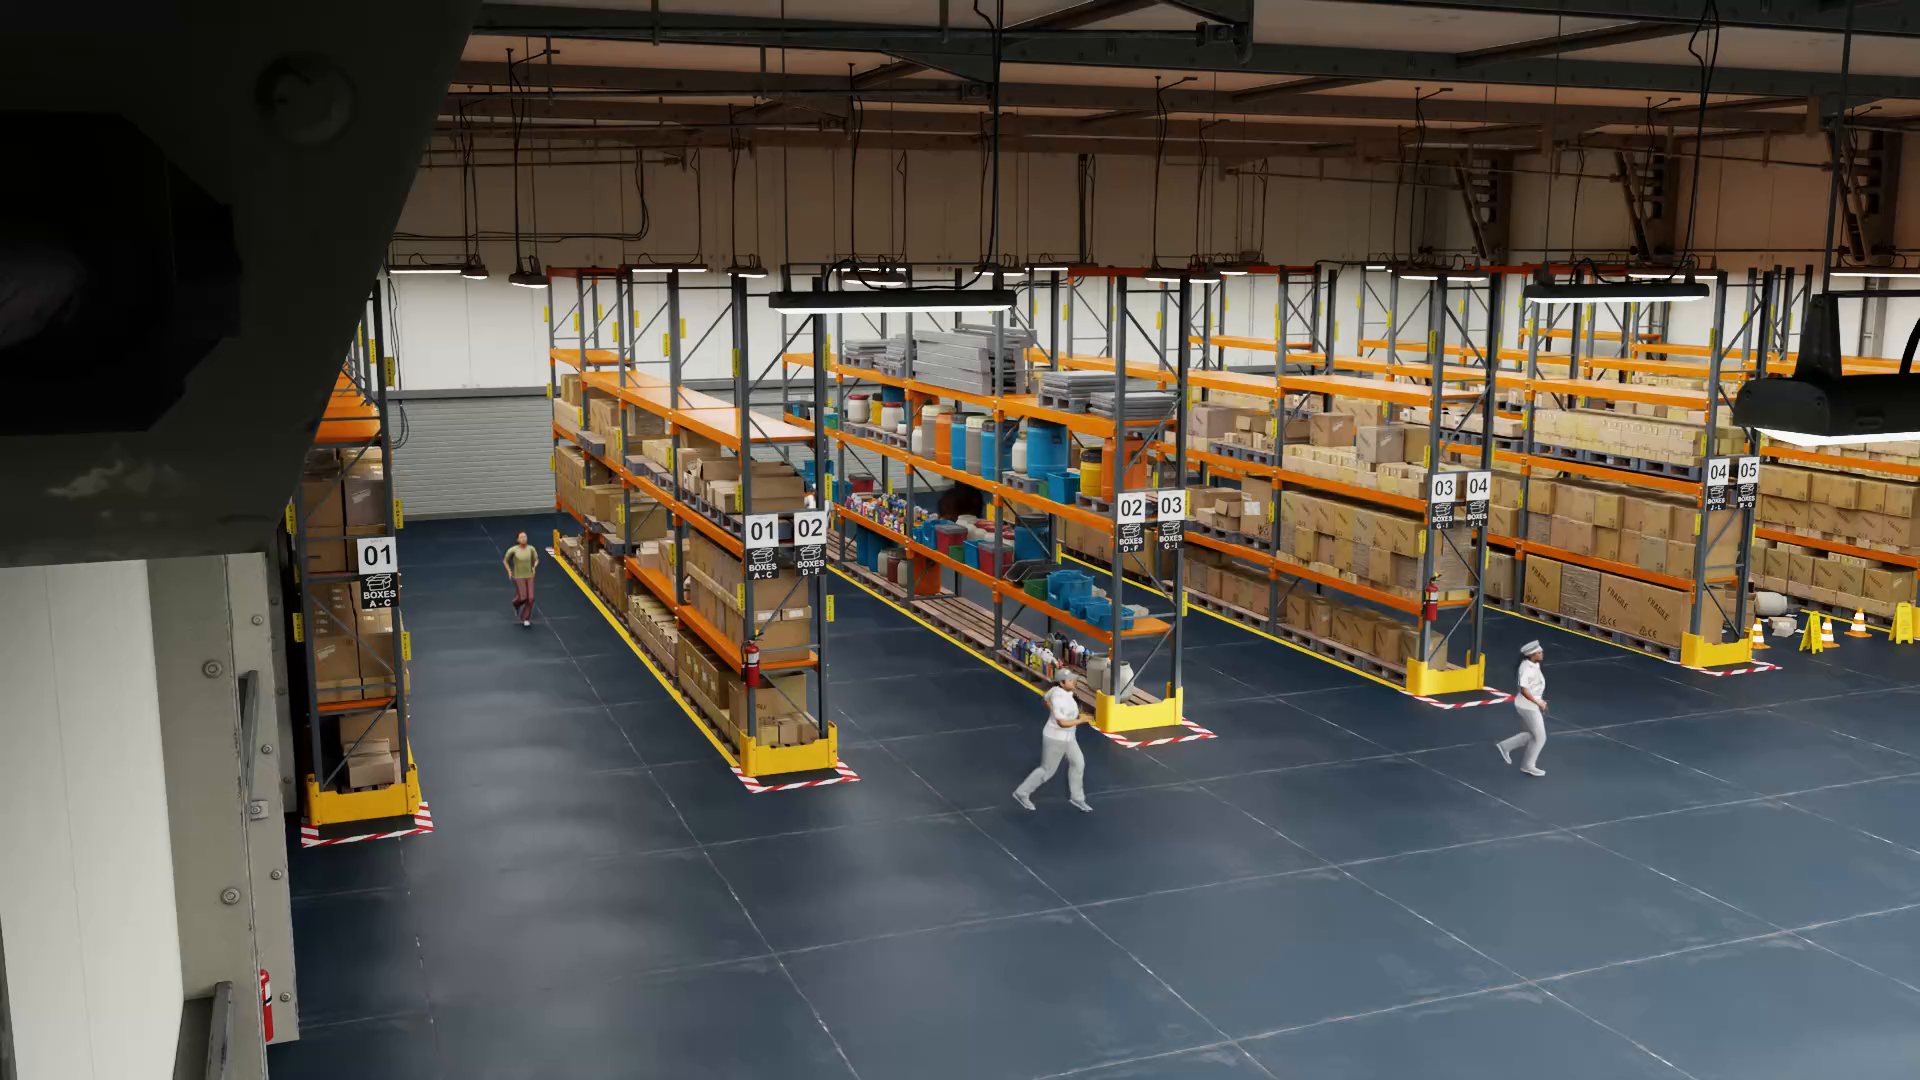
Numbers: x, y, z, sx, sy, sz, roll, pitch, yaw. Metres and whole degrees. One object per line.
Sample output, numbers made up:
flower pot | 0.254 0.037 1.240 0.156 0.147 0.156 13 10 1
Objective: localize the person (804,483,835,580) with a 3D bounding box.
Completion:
person | -2.646 -0.182 31.154 0.666 1.847 0.703 -5 11 -28

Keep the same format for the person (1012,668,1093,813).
person | 1.065 2.278 18.844 0.895 1.710 0.612 2 10 10

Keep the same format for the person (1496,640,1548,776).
person | 6.871 2.036 20.221 0.562 1.671 0.586 3 10 15

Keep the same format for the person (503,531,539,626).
person | -7.427 0.645 28.294 0.587 1.627 0.547 -6 12 -31
